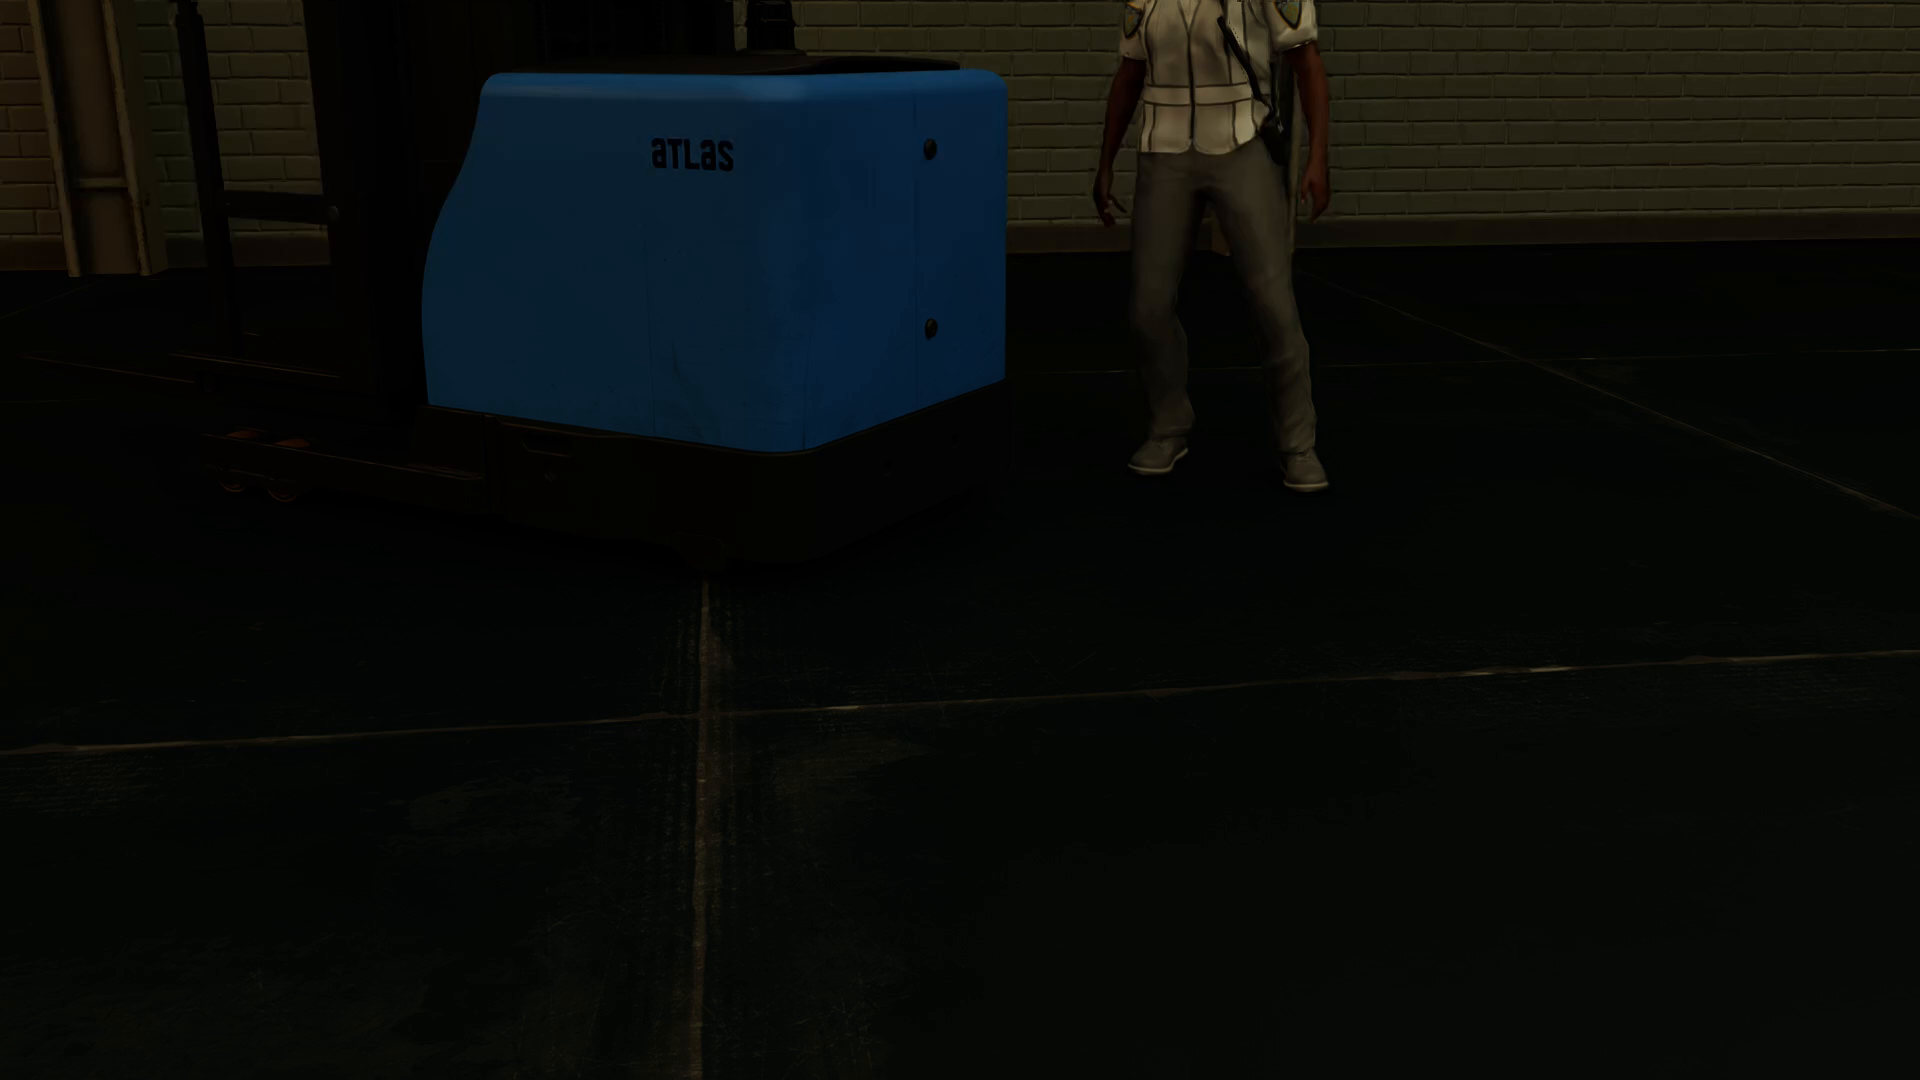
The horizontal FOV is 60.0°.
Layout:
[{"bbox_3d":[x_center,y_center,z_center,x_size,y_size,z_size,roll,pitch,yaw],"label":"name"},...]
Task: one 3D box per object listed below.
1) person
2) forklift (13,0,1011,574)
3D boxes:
[{"bbox_3d":[0.677,-0.967,4.347,0.715,1.637,0.367,9,19,27],"label":"person"},{"bbox_3d":[-1.405,-1.620,4.262,3.031,2.935,1.130,9,19,28],"label":"forklift"}]
